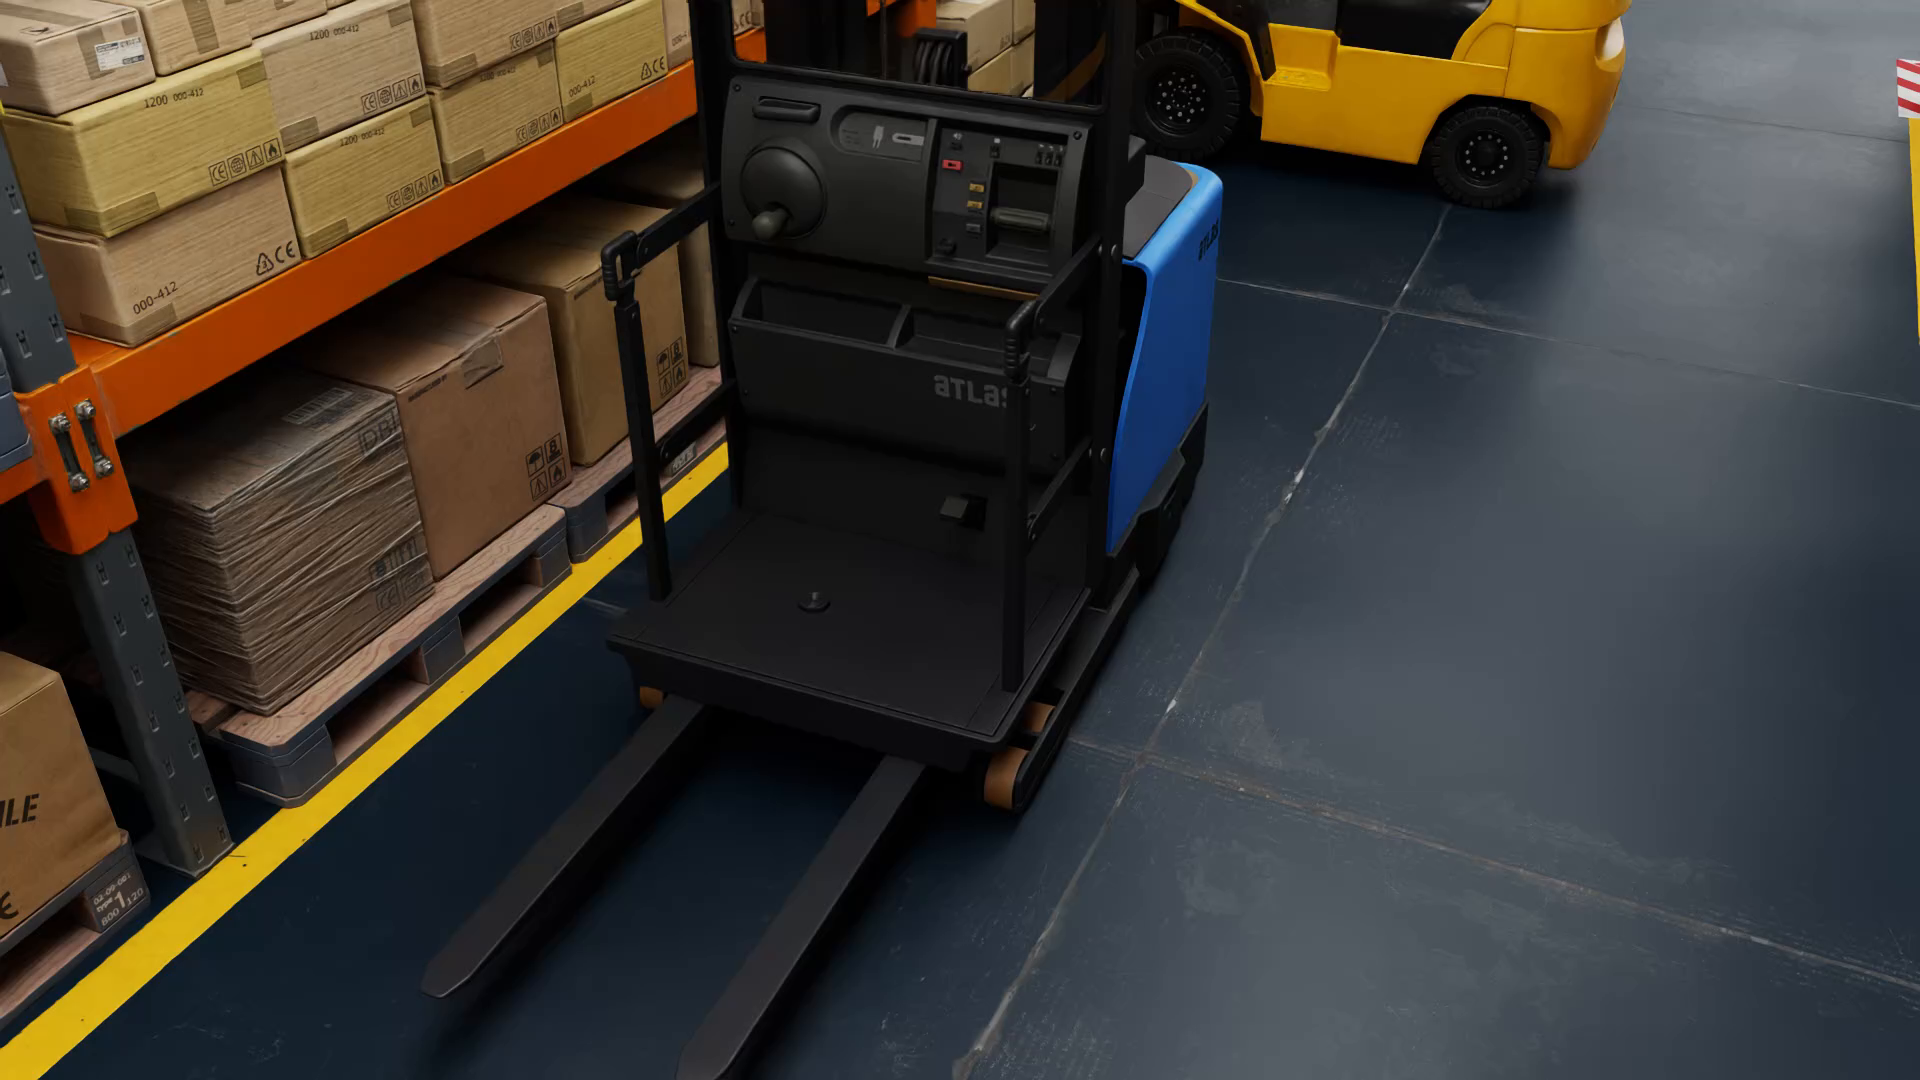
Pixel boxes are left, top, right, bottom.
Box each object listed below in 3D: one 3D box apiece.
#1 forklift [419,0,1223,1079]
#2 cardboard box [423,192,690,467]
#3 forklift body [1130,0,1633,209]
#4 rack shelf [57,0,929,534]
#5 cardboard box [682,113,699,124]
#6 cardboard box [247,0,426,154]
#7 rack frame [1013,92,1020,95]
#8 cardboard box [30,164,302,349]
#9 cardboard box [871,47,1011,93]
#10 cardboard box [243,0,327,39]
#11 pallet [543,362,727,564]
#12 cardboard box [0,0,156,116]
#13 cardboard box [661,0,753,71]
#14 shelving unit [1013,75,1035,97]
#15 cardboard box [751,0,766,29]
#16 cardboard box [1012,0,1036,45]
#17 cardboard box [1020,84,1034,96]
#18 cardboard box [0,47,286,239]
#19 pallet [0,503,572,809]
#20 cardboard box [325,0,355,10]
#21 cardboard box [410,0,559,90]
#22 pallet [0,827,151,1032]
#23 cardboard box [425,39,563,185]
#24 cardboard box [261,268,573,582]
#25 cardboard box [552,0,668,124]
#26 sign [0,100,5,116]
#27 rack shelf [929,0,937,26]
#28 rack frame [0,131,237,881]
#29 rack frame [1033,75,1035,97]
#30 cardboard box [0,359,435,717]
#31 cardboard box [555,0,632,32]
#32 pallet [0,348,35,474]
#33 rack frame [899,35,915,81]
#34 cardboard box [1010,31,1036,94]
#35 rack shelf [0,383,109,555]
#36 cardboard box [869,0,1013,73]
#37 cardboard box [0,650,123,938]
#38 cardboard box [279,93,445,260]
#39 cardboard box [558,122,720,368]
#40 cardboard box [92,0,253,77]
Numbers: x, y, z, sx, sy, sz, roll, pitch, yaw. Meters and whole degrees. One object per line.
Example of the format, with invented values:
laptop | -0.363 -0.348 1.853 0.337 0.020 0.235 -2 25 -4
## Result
forklift | -0.228 -0.807 3.808 1.130 2.935 3.031 13 35 19
cardboard box | -1.441 -0.733 5.415 0.875 0.625 0.625 13 35 19
forklift body | 1.948 -2.847 7.630 2.313 2.155 1.214 14 36 20
rack shelf | -1.426 -1.276 5.116 1.077 0.370 4.000 14 36 20
cardboard box | -0.797 -1.493 6.573 0.875 0.625 0.625 16 36 23
cardboard box | -1.644 -1.141 3.935 0.500 0.250 0.500 15 36 22
rack frame | 0.279 -0.872 5.486 0.240 1.200 0.006 13 35 19
cardboard box | -1.855 -0.682 3.692 0.500 0.250 0.500 14 36 21
cardboard box | -0.106 -1.977 7.199 0.500 0.250 0.500 14 36 20
cardboard box | -1.667 -1.252 3.741 0.380 0.149 0.250 15 36 22
pallet | -1.371 -0.421 5.699 1.003 0.211 1.213 14 36 20
cardboard box | -1.861 -0.985 3.333 0.380 0.149 0.250 15 36 22
cardboard box | -1.003 -1.707 5.254 0.500 0.250 0.500 14 36 21
shelving unit | 0.314 -0.918 5.557 0.258 1.200 0.189 13 35 19
cardboard box | -0.767 -1.947 5.621 0.500 0.250 0.500 14 36 20
cardboard box | 0.122 -2.438 7.445 0.500 0.250 0.500 14 36 21
cardboard box | 0.113 -2.020 7.719 0.500 0.250 0.500 13 36 19
cardboard box | -1.832 -0.886 3.546 0.500 0.250 0.500 14 36 20
pallet | -1.882 0.185 4.776 1.003 0.211 1.213 14 36 20
cardboard box | -1.569 -1.385 3.943 0.380 0.149 0.250 15 36 21
cardboard box | -1.409 -1.397 4.326 0.500 0.250 0.500 13 36 19
pallet | -2.609 0.949 3.610 1.003 0.211 1.213 14 36 20
cardboard box | -1.431 -1.190 4.466 0.500 0.250 0.500 13 35 19
cardboard box | -1.723 -0.398 4.903 0.875 0.625 0.625 15 36 22
cardboard box | -1.212 -1.448 4.859 0.500 0.250 0.500 15 36 22
sign | -1.765 -0.912 2.921 0.100 0.325 0.005 14 36 20
rack shelf | 0.248 -3.268 8.154 1.077 0.370 4.000 14 36 20
rack frame | -2.262 -0.580 3.399 1.000 3.000 0.127 14 36 20
rack frame | 0.349 -0.965 5.627 0.240 1.200 0.006 13 35 19
cardboard box | -1.989 -0.070 4.404 0.875 0.625 0.625 15 36 22
cardboard box | -1.218 -1.657 4.723 0.500 0.250 0.500 15 36 21
pallet | -2.482 -0.146 2.913 1.213 0.211 1.003 14 36 20
rack frame | -0.589 -2.572 6.438 1.000 3.000 0.127 14 36 20
cardboard box | 0.103 -2.229 7.582 0.500 0.250 0.500 14 36 20
rack shelf | -3.099 0.717 2.078 1.077 0.370 4.000 14 36 20
cardboard box | -0.101 -2.185 7.060 0.500 0.250 0.500 14 36 20
cardboard box | -2.244 0.549 3.573 0.500 0.500 0.500 15 36 22
cardboard box | -1.640 -0.932 4.072 0.500 0.250 0.500 13 36 19
cardboard box | -1.129 -1.108 5.987 0.875 0.625 0.625 14 36 20
cardboard box | -1.751 -1.118 3.536 0.380 0.149 0.250 15 36 22
